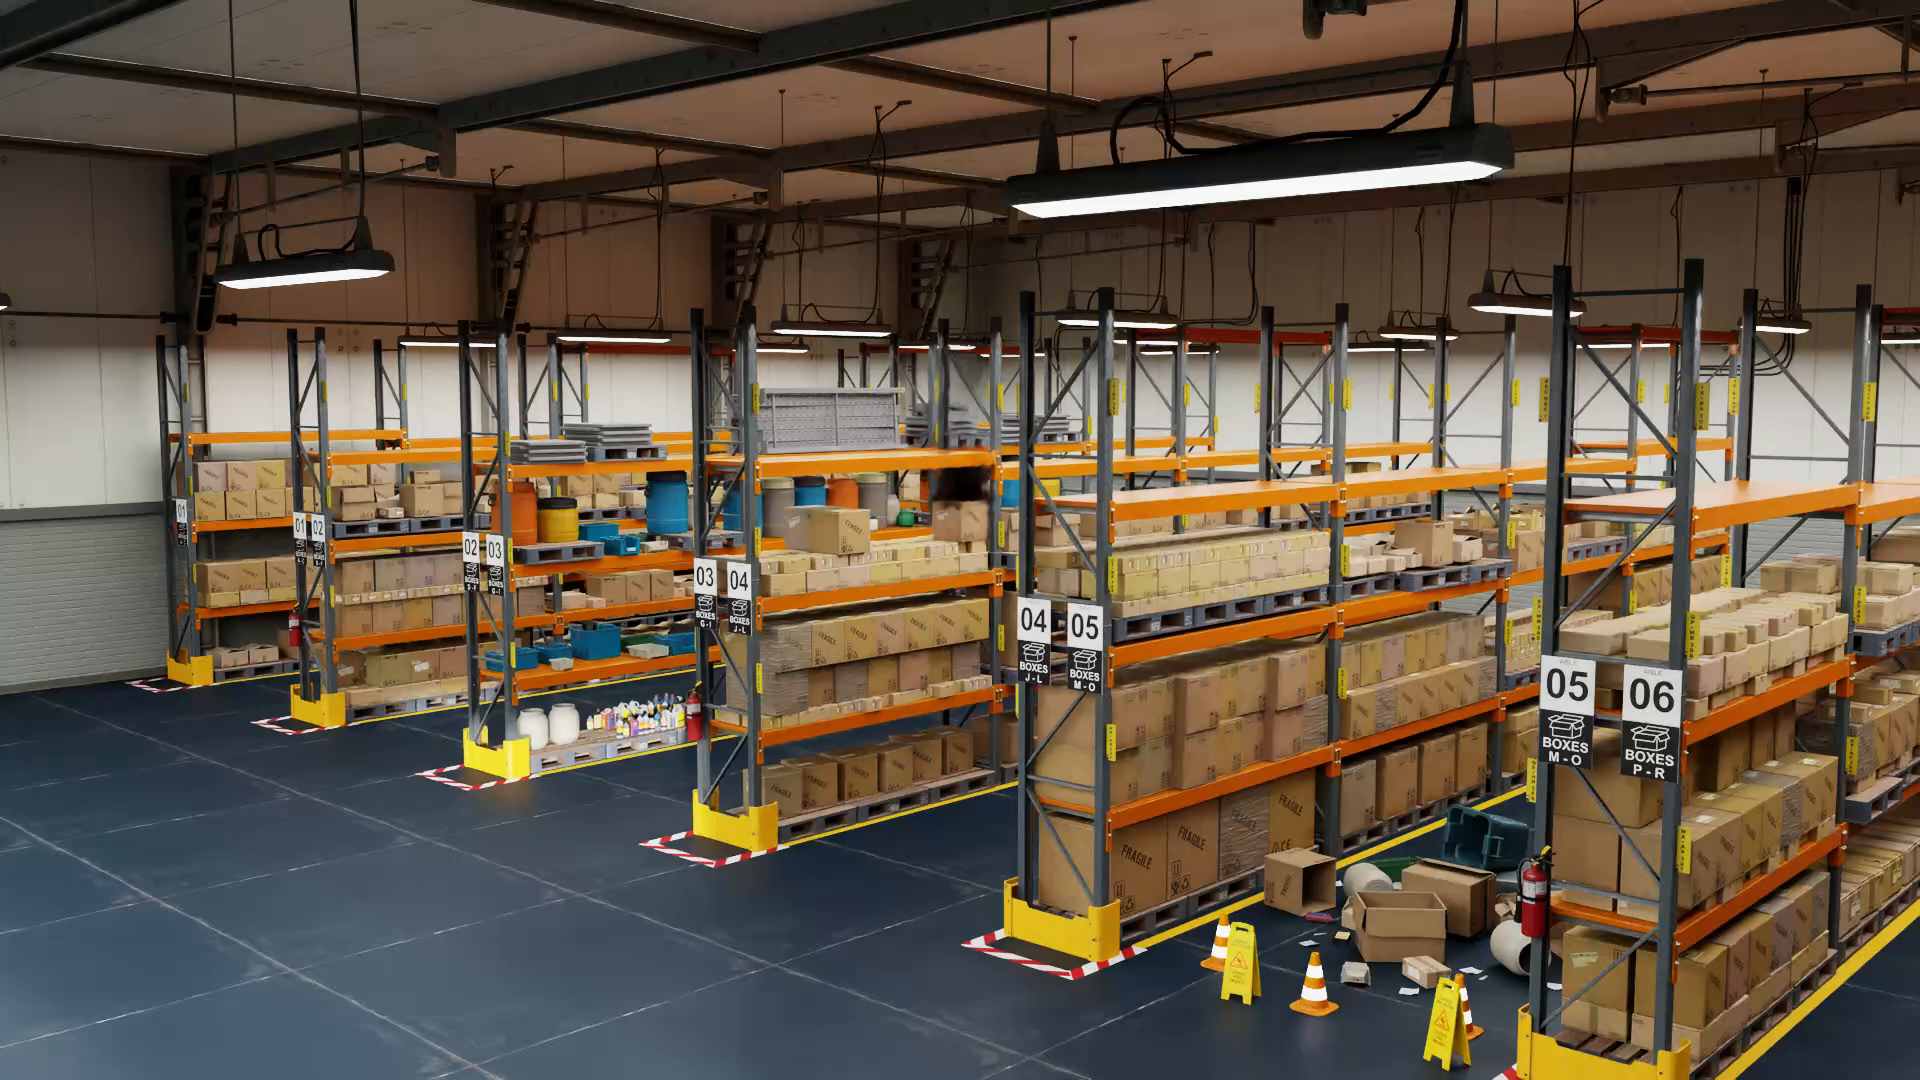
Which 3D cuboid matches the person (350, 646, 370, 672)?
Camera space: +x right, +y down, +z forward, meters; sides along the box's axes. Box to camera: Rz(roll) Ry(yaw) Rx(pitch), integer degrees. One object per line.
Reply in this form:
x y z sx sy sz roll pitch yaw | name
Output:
-9.915 1.779 27.629 0.635 1.669 0.763 4 6 34 | person
